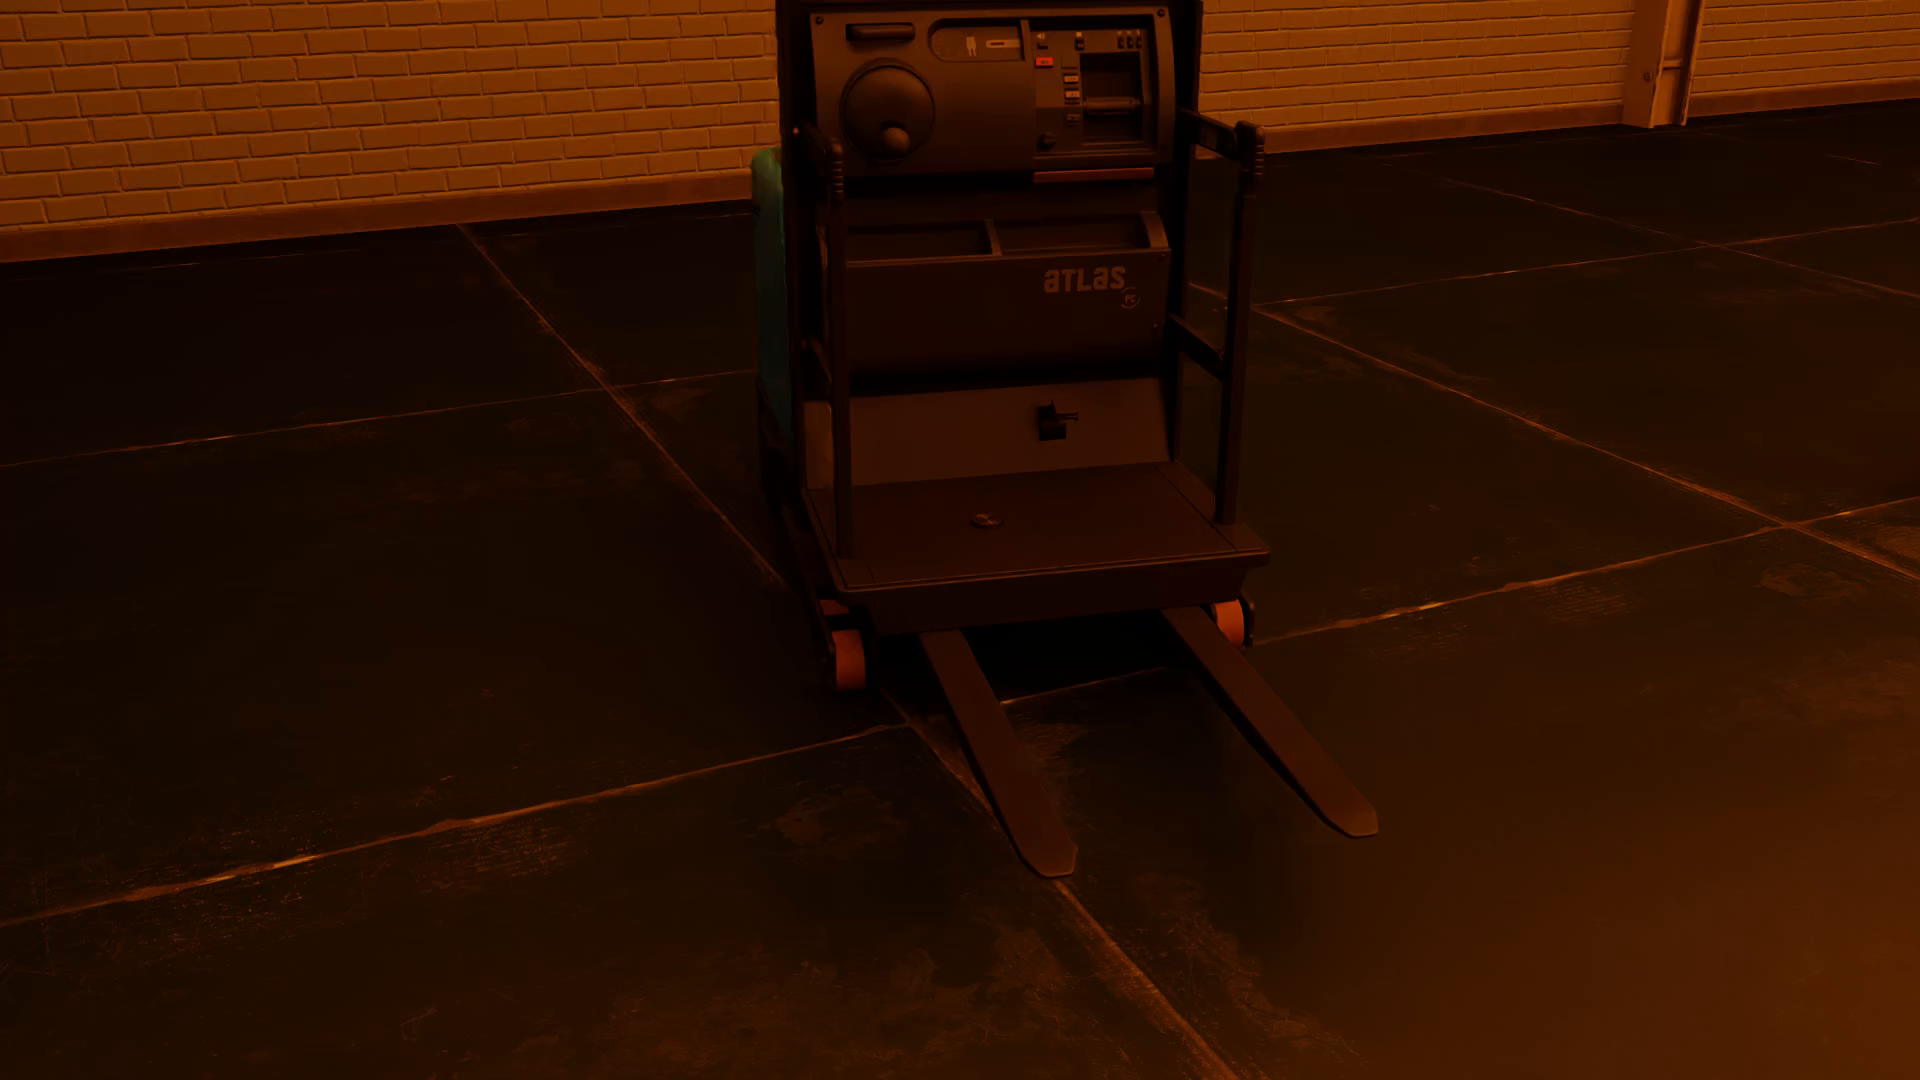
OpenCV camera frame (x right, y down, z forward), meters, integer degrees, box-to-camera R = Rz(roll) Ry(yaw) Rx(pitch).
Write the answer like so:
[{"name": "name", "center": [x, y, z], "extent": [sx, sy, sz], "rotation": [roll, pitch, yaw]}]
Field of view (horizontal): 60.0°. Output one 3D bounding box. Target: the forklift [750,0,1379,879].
[{"name": "forklift", "center": [0.139, -1.126, 3.995], "extent": [1.130, 2.935, 3.031], "rotation": [-5, 23, -12]}]
